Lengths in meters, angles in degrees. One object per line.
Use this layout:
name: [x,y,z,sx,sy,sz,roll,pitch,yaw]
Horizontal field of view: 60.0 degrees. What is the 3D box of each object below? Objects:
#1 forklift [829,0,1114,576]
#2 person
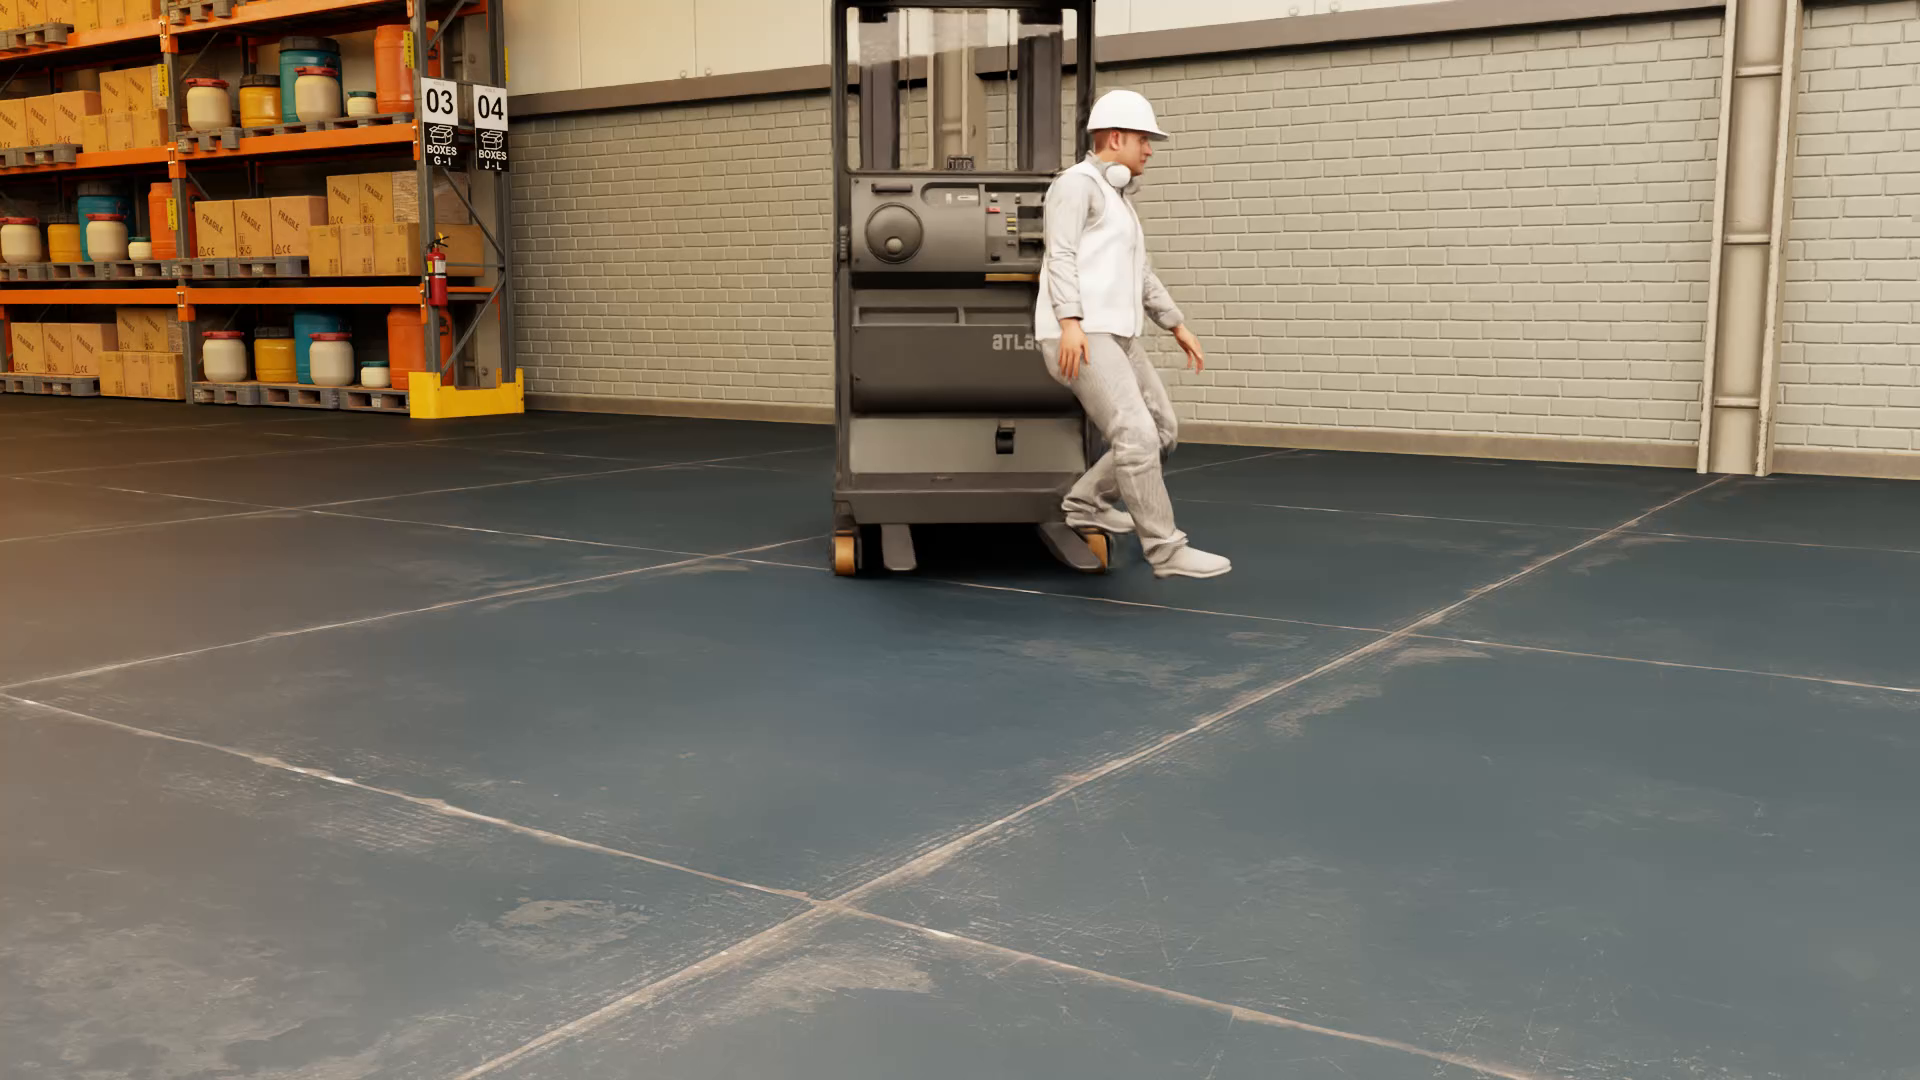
forklift: [0.028,-1.351,6.695,1.130,2.935,3.031,0,8,-3]
person: [0.655,-0.731,5.899,0.762,1.697,0.748,4,9,23]
